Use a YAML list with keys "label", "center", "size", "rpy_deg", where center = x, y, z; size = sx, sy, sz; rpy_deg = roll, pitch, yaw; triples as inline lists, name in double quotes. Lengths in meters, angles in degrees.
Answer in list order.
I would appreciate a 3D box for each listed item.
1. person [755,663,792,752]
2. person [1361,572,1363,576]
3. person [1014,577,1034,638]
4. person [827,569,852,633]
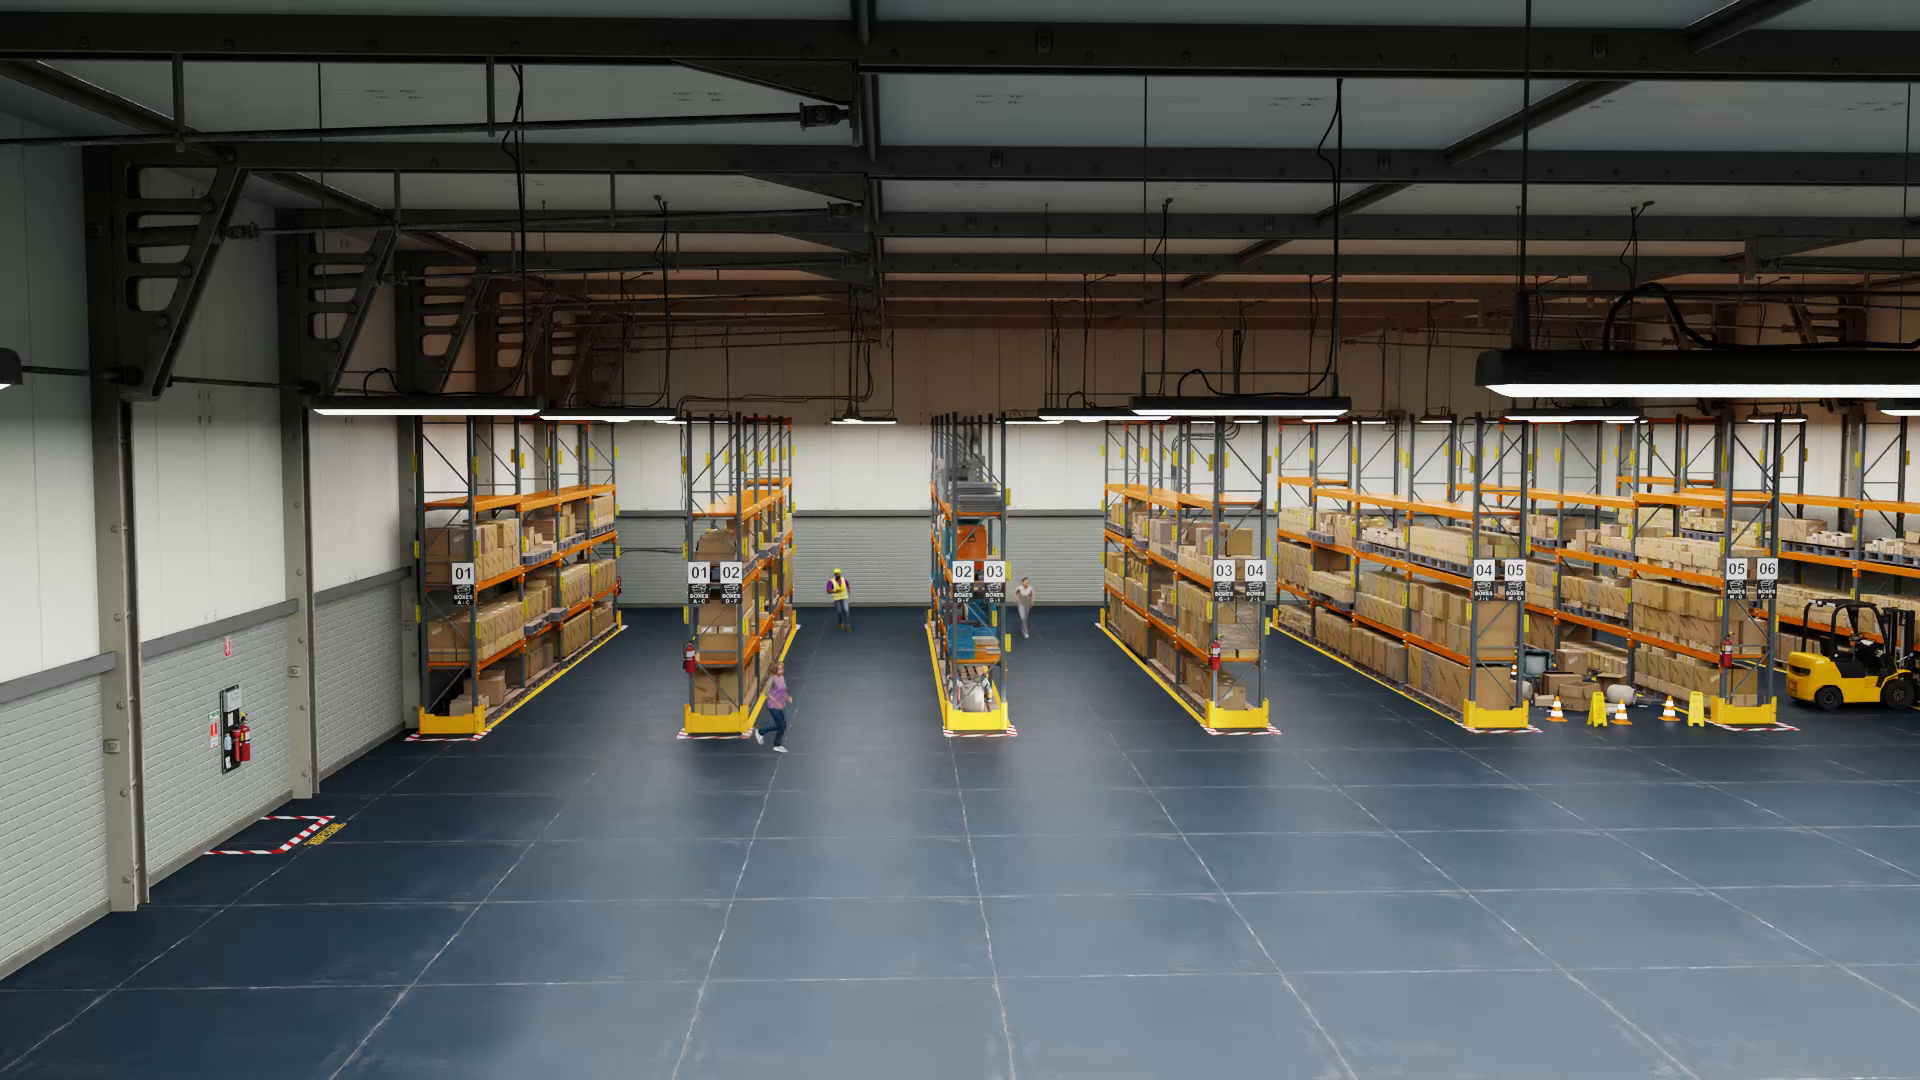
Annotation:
- label: "person"
  center: [-3.286, 2.953, 29.403]
  size: [0.595, 1.576, 0.536]
  rpy_deg: [2, 4, 26]
- label: "person"
  center: [11.380, 1.716, 46.845]
  size: [0.602, 1.645, 0.806]
  rpy_deg: [-1, 4, -10]
- label: "person"
  center: [1.745, 1.818, 45.425]
  size: [0.551, 1.638, 0.982]
  rpy_deg: [0, 4, -4]
- label: "person"
  center: [-3.398, 1.698, 46.592]
  size: [0.711, 1.807, 0.854]
  rpy_deg: [-1, 4, -16]
